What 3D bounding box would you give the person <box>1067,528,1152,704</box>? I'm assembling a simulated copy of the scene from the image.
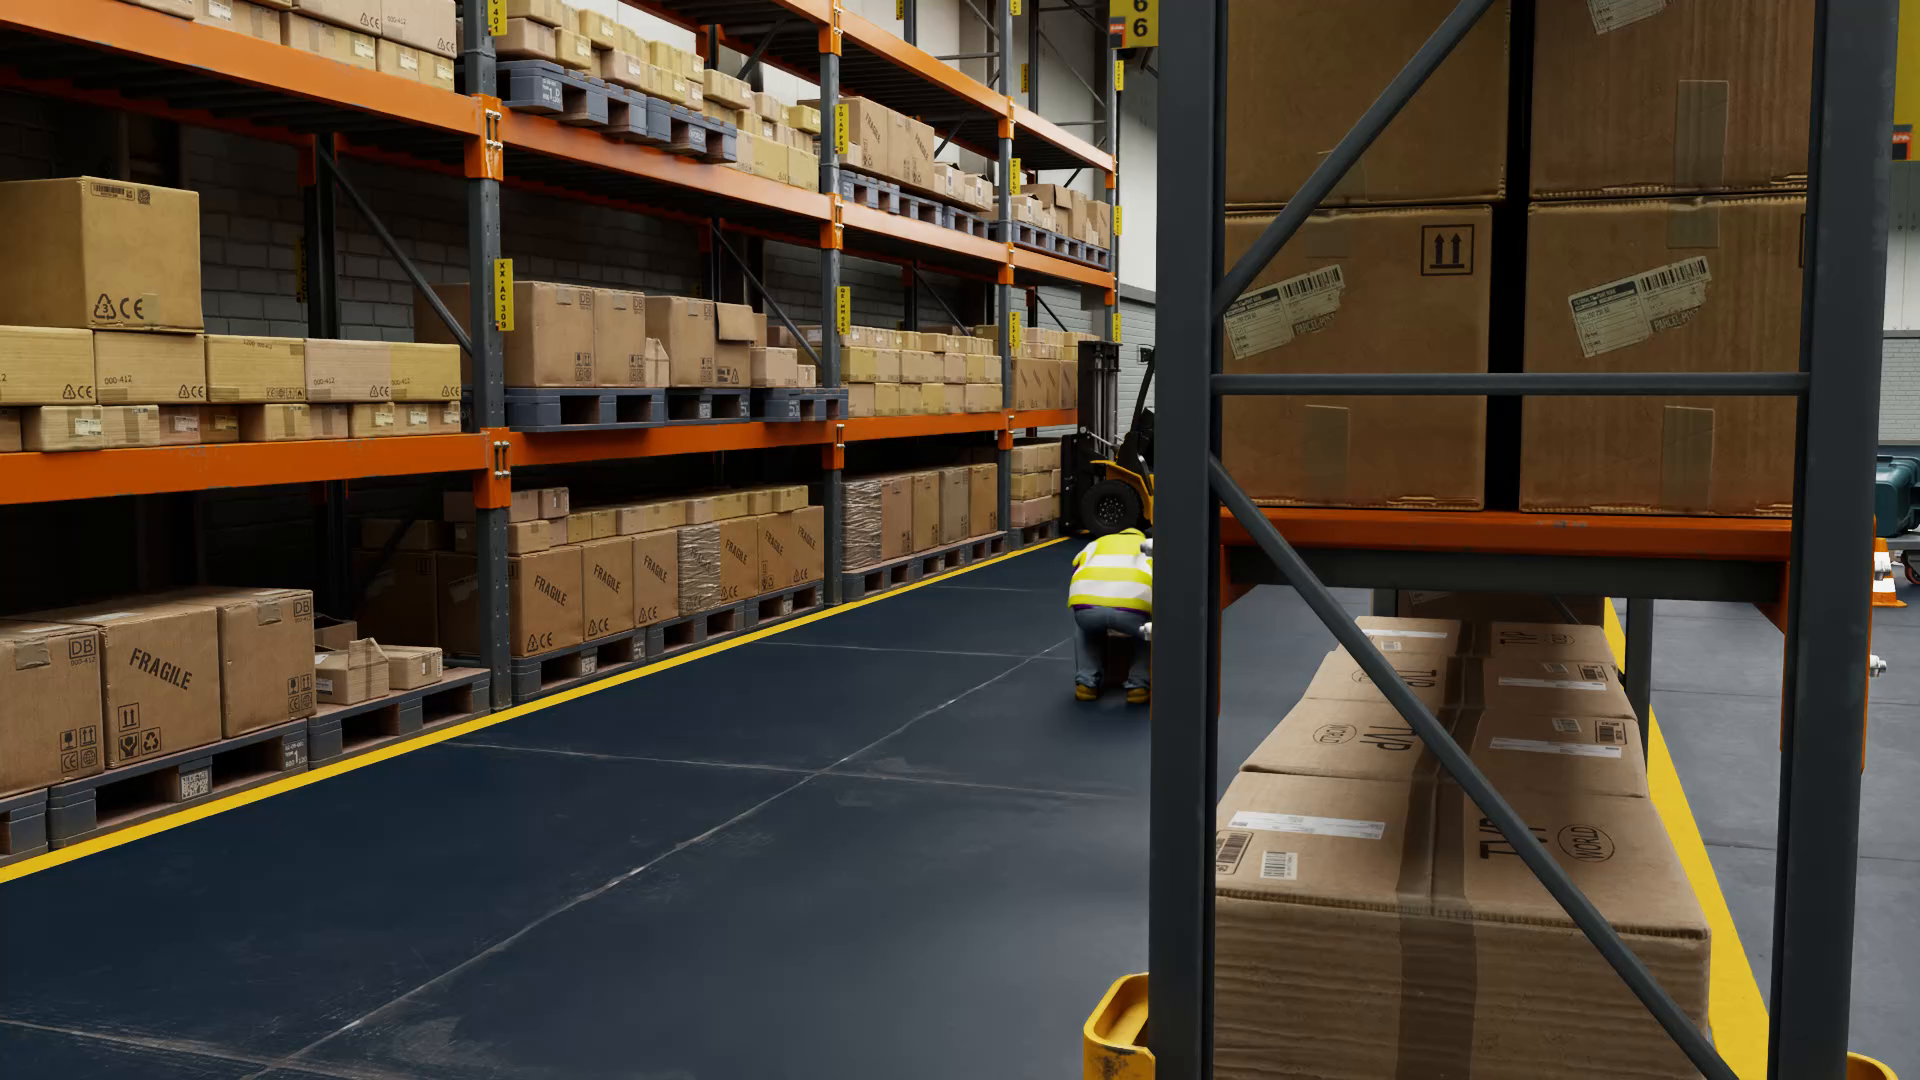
[{"bbox_3d":[0.791,0.377,8.270,0.530,0.810,0.959,2,5,17],"label":"person"}]
